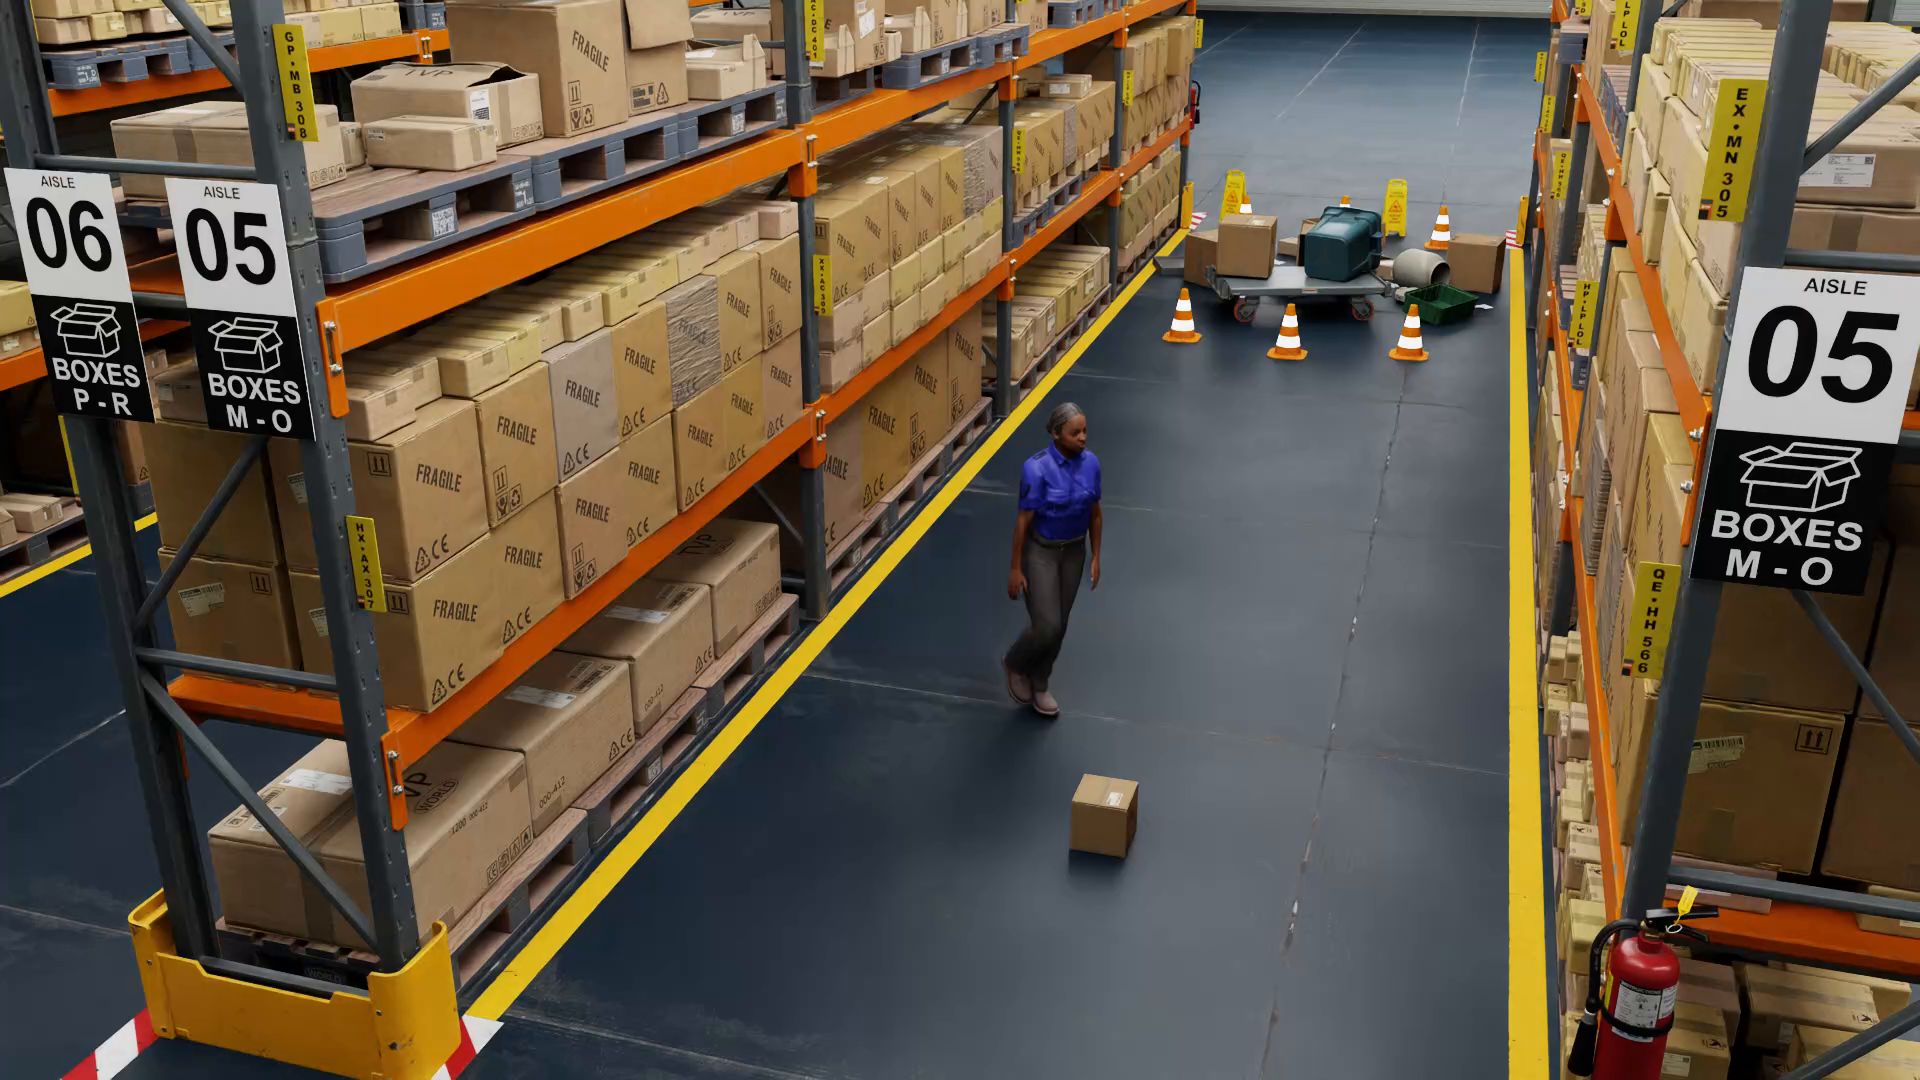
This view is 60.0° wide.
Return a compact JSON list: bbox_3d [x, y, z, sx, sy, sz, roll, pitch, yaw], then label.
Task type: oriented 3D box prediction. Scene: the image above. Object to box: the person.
[{"bbox_3d":[0.450,0.100,8.309,0.549,1.649,0.457,-13,25,-29],"label":"person"}]
